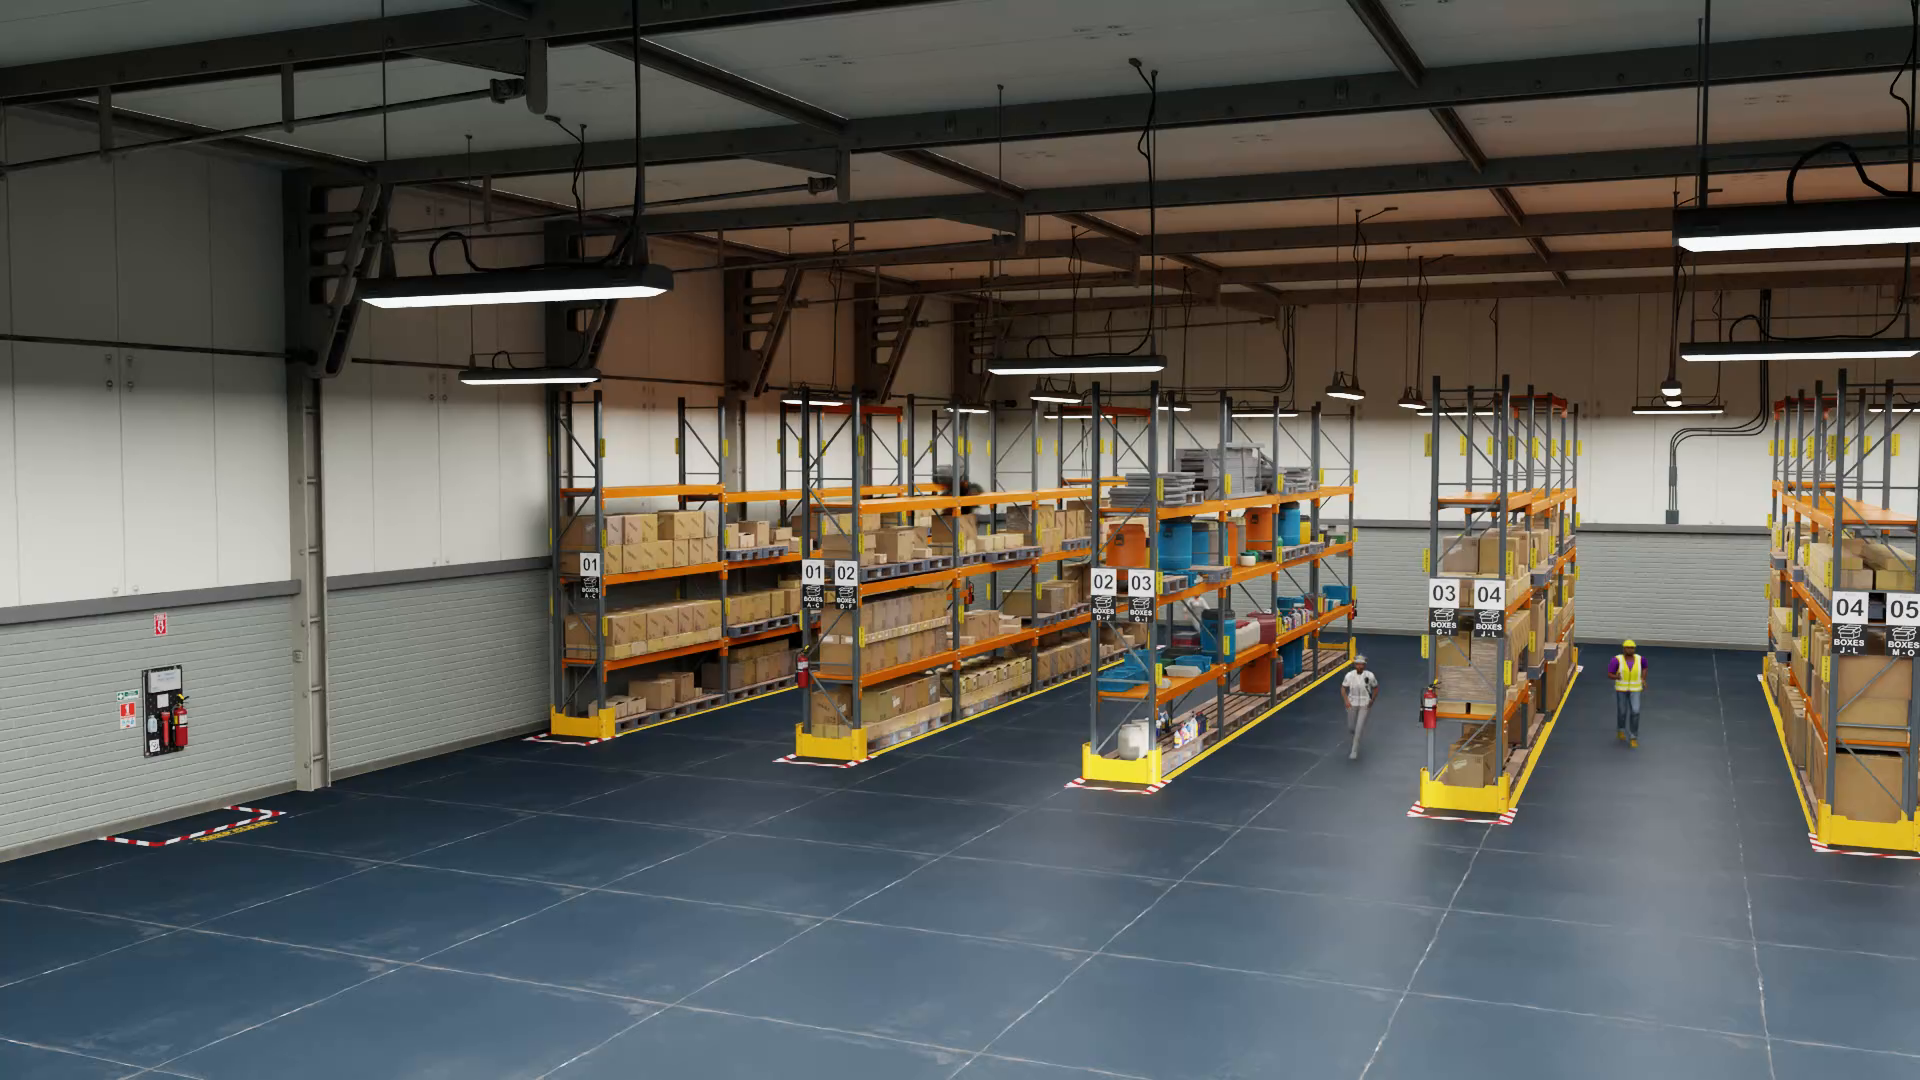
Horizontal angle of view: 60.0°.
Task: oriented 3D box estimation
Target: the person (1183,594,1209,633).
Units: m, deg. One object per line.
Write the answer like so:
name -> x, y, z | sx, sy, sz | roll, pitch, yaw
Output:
person -> 5.774, 1.967, 40.551 | 0.591, 1.606, 0.604 | 0, 3, -7

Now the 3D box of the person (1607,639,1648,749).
person -> 11.271, 2.573, 28.085 | 0.650, 1.817, 0.855 | 1, 3, 18

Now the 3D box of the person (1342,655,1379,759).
person -> 6.514, 2.689, 27.078 | 0.599, 1.672, 0.691 | 1, 3, 18
